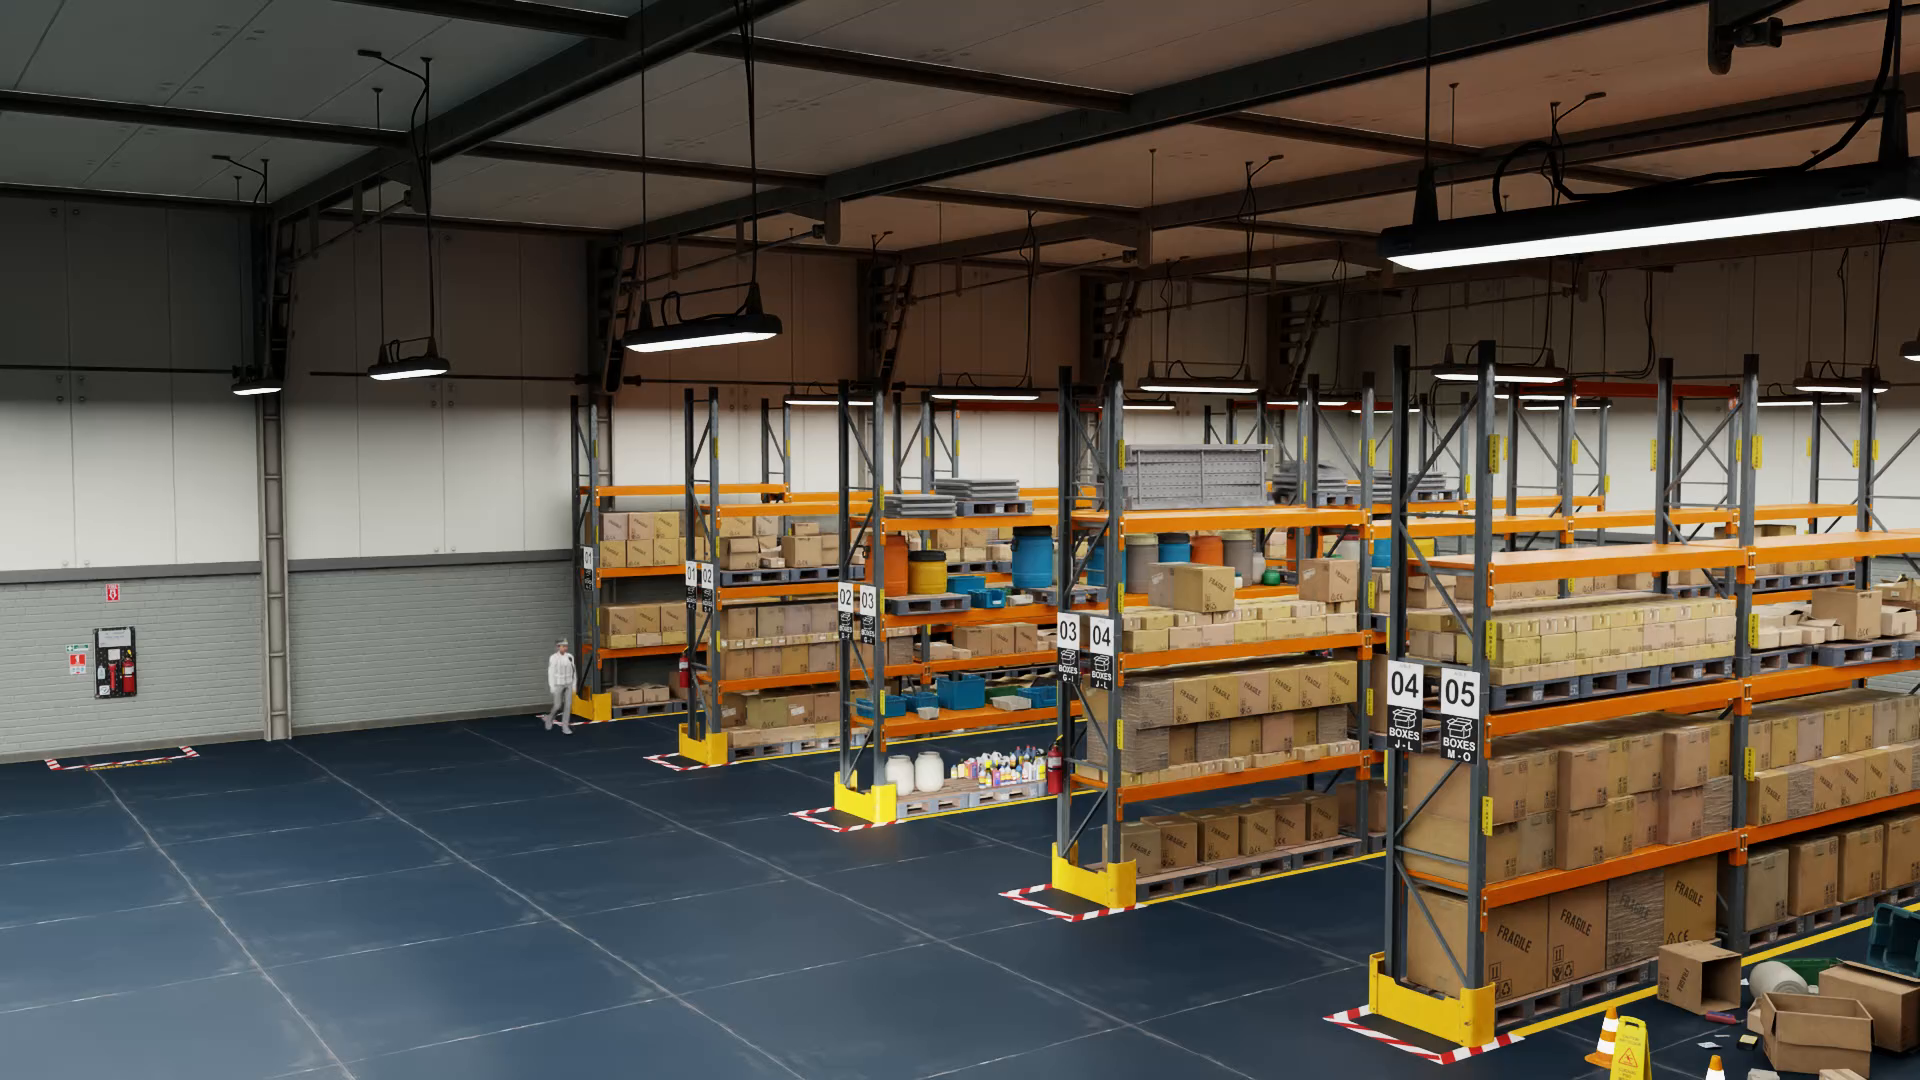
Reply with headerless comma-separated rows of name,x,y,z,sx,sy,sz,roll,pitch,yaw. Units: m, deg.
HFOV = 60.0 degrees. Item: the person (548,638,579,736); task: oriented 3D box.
person,-6.951,2.569,29.187,0.470,1.680,0.505,3,4,38
